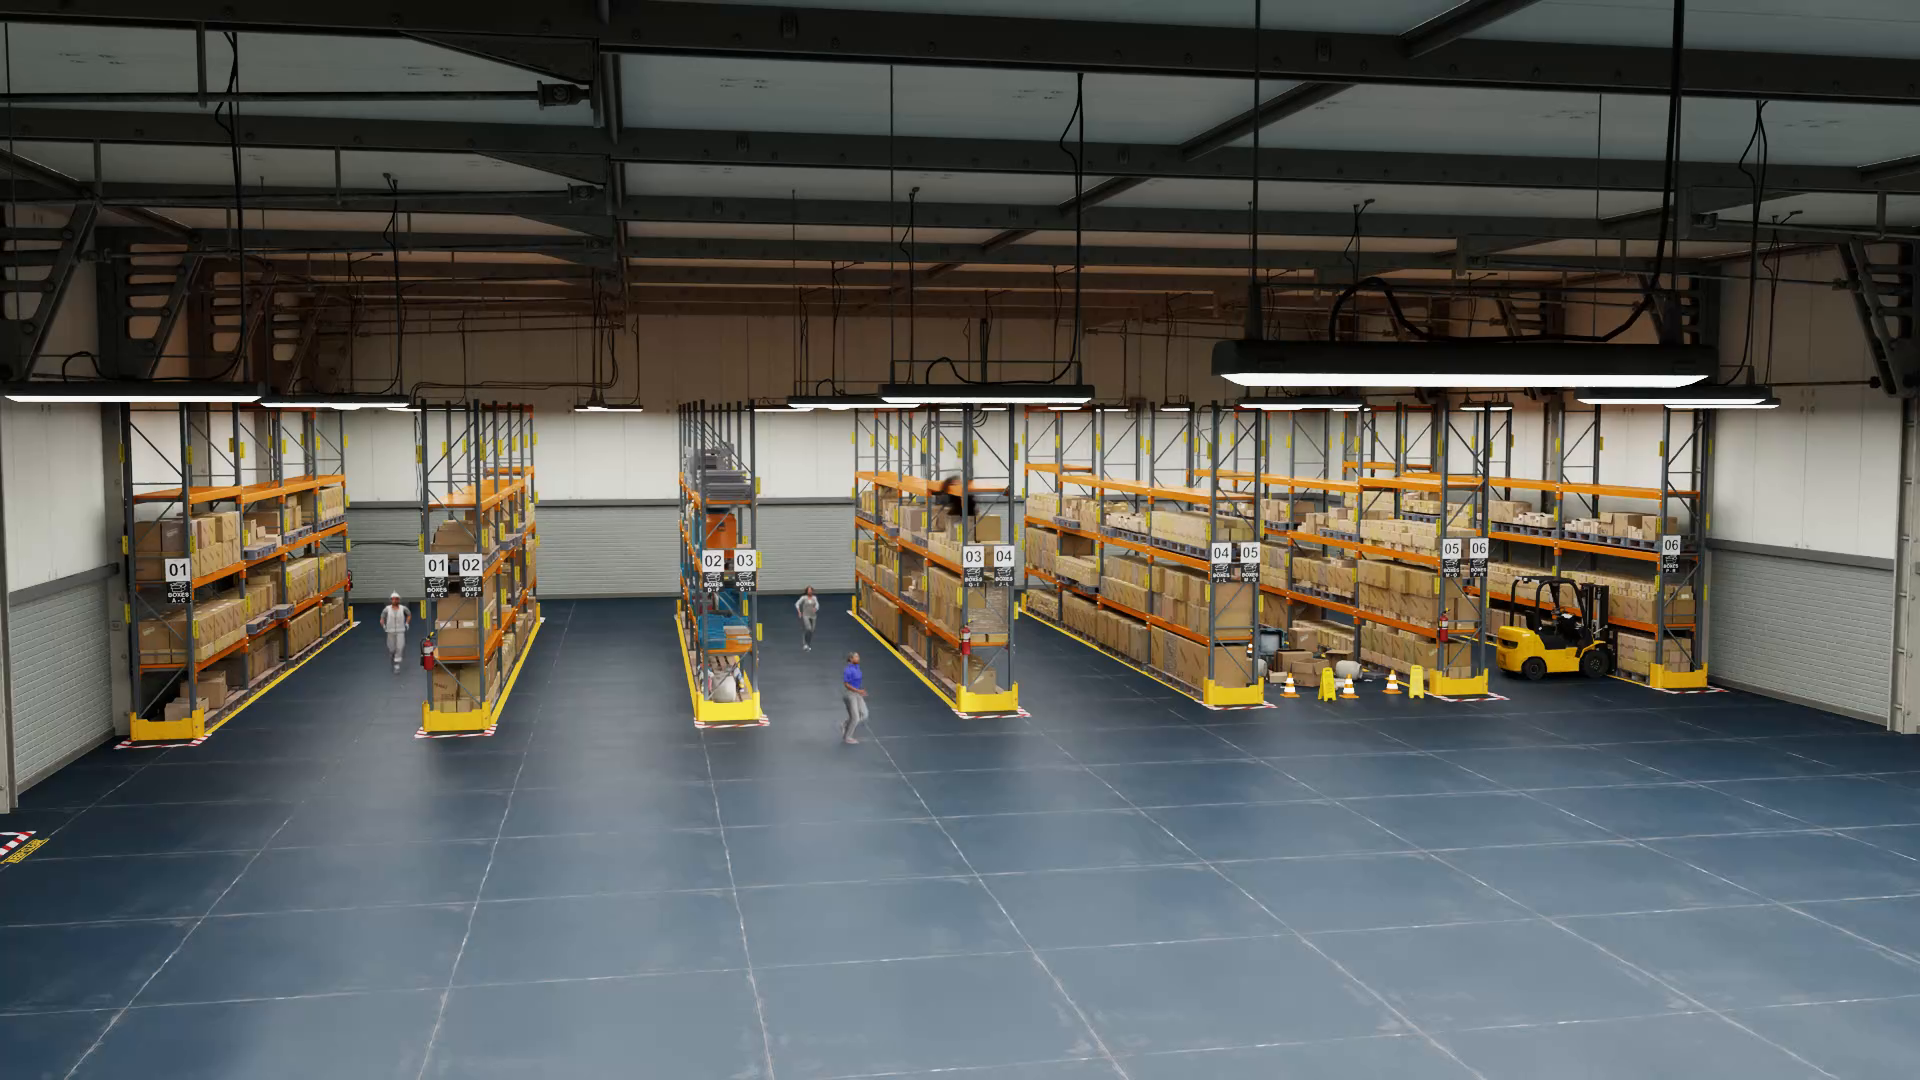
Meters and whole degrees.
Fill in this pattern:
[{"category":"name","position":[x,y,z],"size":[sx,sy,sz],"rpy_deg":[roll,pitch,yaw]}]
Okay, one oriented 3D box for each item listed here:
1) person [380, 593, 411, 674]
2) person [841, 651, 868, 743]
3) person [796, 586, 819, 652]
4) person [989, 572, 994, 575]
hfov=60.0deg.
[{"category":"person","position":[-12.524,2.058,36.937],"size":[0.657,1.772,0.869],"rpy_deg":[-1,5,-18]},{"category":"person","position":[-1.820,2.729,28.931],"size":[0.556,1.609,0.618],"rpy_deg":[2,5,19]},{"category":"person","position":[-3.640,1.898,40.071],"size":[0.506,1.586,0.656],"rpy_deg":[-2,5,-25]},{"category":"person","position":[0.697,1.191,48.771],"size":[0.729,1.709,0.599],"rpy_deg":[2,5,30]}]
